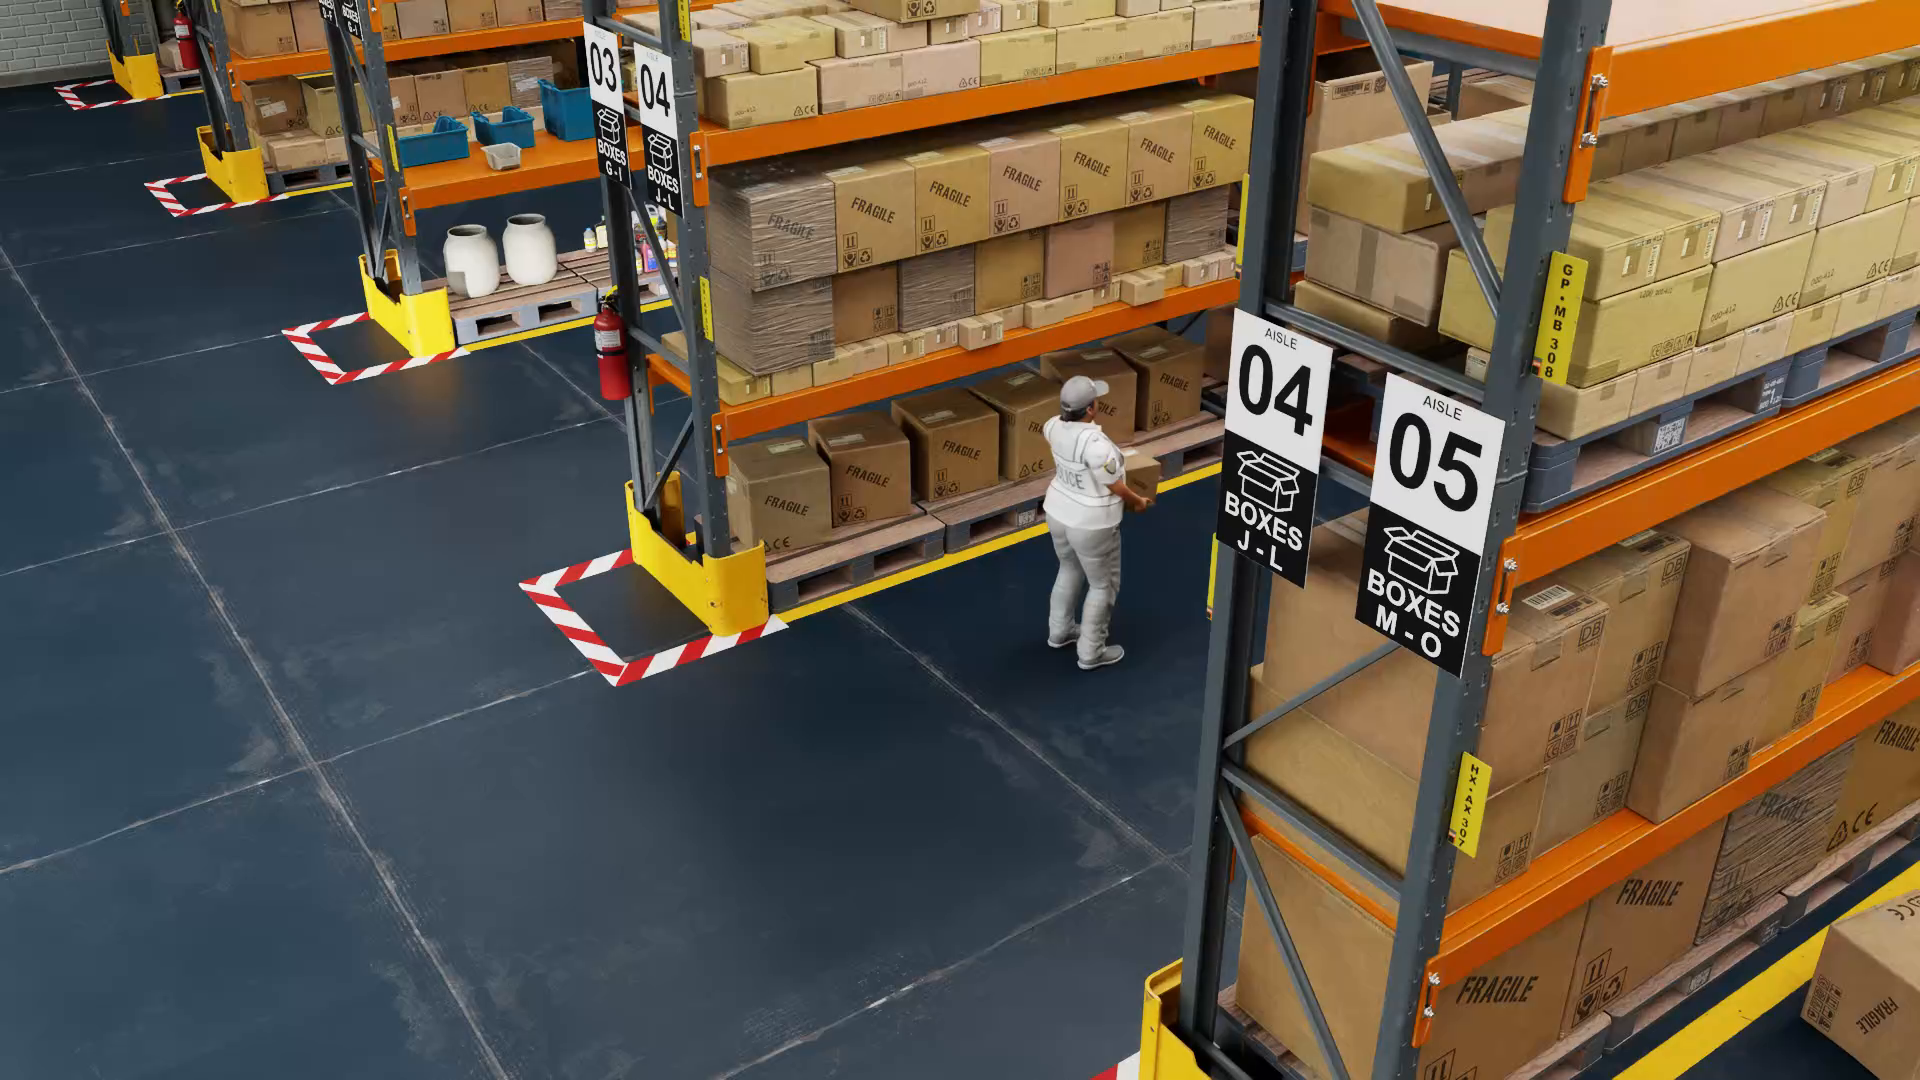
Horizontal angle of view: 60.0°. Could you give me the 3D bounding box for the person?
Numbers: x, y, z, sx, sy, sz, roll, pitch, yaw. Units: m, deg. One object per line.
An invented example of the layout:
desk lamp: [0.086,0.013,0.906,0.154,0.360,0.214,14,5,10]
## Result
person: [0.721,-0.127,8.864,0.541,1.653,0.452,-19,34,-30]
